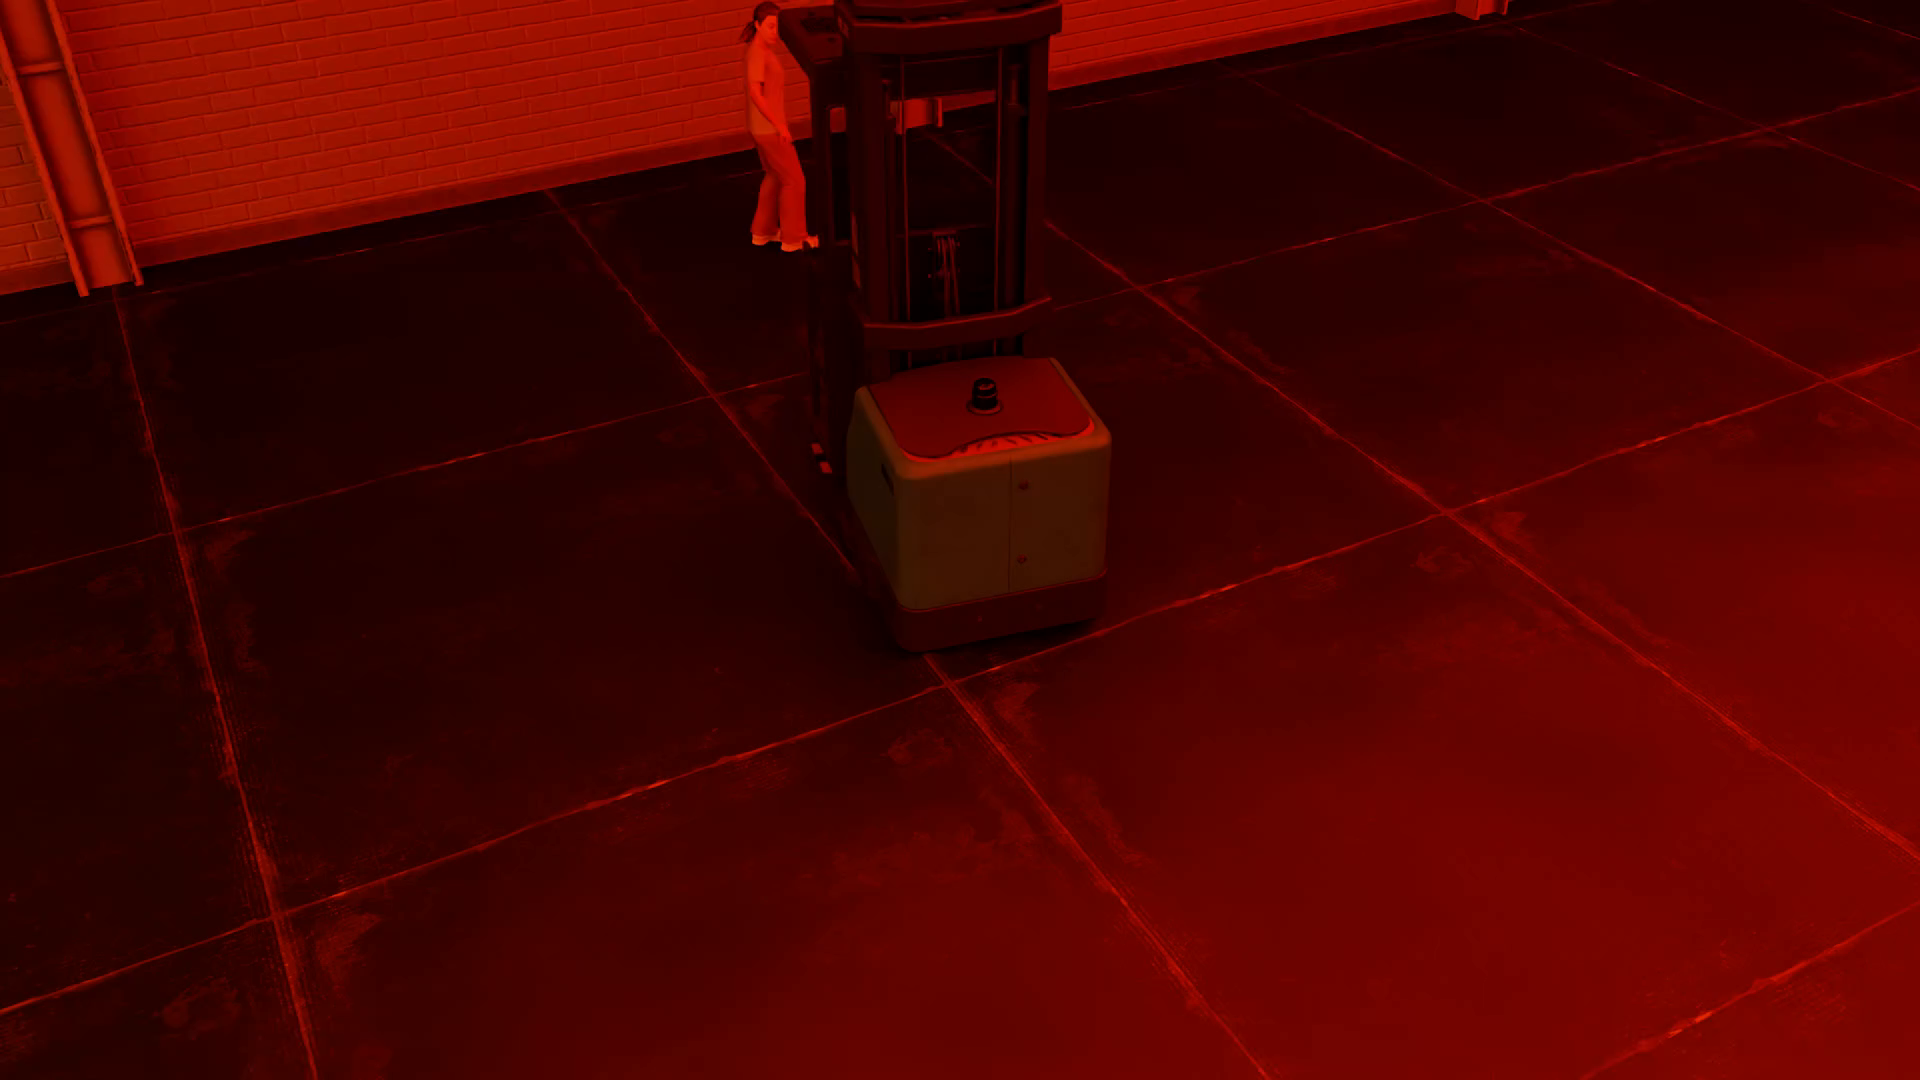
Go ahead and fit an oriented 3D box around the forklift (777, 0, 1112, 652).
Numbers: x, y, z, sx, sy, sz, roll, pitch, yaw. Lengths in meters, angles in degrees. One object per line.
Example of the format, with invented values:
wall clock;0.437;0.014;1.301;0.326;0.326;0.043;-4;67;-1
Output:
forklift;-0.222;-1.521;8.274;1.130;2.935;3.031;-10;37;-14

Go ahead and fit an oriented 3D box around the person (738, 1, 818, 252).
person;-1.224;-2.768;11.153;0.482;1.650;0.660;-11;37;-15
